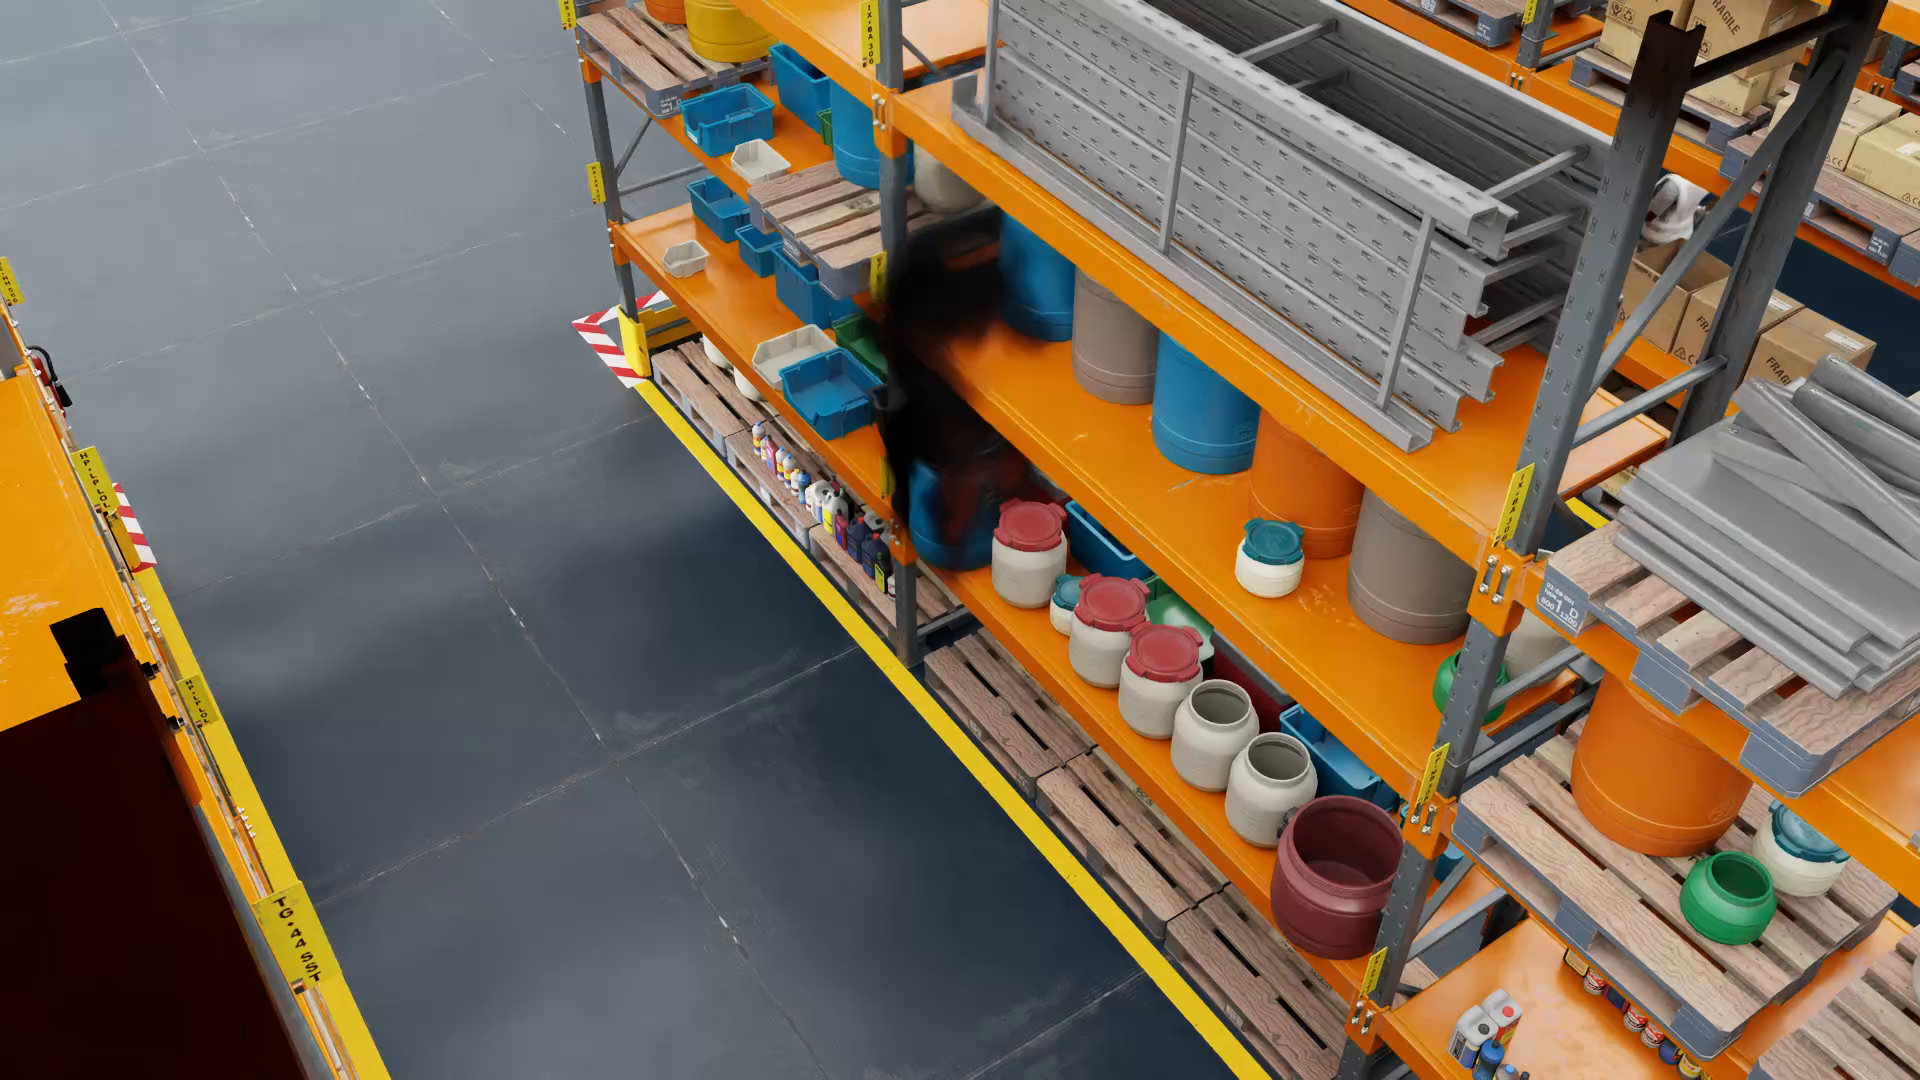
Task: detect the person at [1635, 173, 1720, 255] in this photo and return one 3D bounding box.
[{"bbox_3d":[5.502,-2.381,13.038,0.656,1.824,0.744,-33,52,-30],"label":"person"}]
